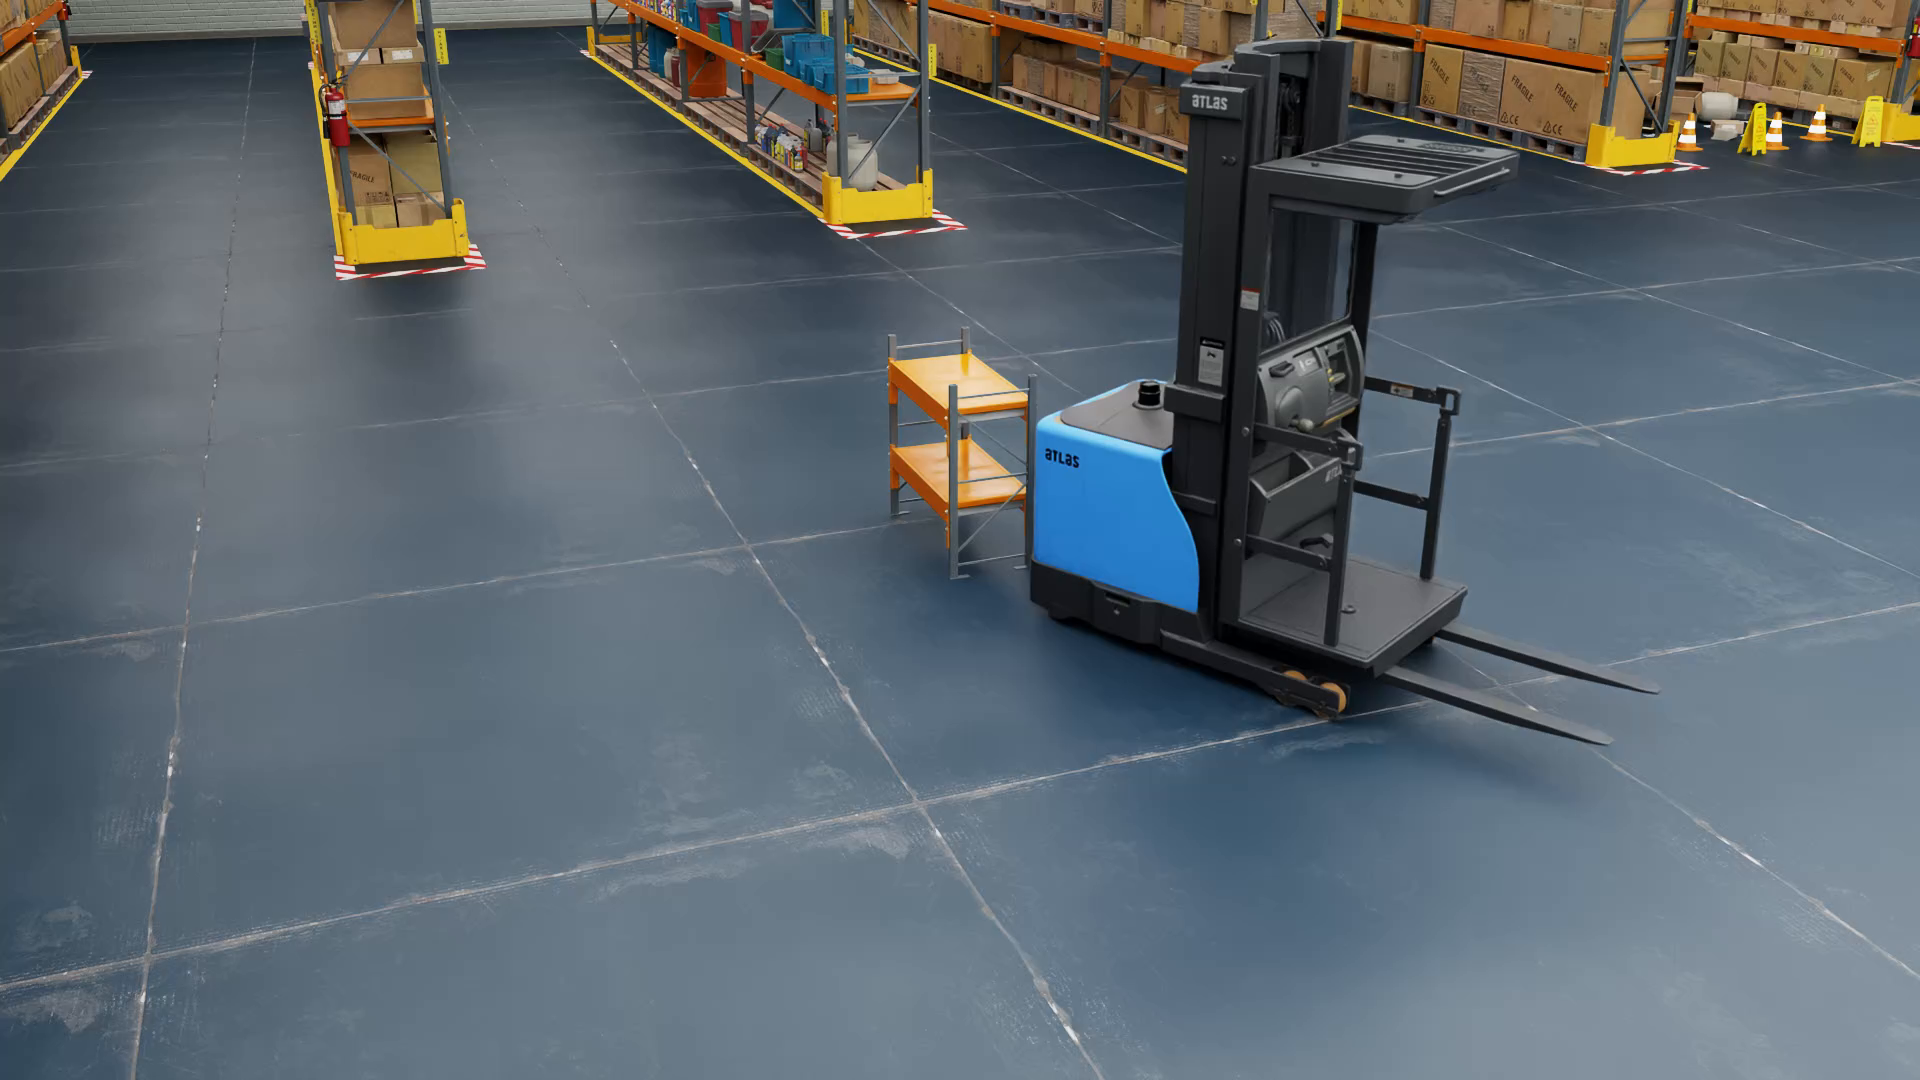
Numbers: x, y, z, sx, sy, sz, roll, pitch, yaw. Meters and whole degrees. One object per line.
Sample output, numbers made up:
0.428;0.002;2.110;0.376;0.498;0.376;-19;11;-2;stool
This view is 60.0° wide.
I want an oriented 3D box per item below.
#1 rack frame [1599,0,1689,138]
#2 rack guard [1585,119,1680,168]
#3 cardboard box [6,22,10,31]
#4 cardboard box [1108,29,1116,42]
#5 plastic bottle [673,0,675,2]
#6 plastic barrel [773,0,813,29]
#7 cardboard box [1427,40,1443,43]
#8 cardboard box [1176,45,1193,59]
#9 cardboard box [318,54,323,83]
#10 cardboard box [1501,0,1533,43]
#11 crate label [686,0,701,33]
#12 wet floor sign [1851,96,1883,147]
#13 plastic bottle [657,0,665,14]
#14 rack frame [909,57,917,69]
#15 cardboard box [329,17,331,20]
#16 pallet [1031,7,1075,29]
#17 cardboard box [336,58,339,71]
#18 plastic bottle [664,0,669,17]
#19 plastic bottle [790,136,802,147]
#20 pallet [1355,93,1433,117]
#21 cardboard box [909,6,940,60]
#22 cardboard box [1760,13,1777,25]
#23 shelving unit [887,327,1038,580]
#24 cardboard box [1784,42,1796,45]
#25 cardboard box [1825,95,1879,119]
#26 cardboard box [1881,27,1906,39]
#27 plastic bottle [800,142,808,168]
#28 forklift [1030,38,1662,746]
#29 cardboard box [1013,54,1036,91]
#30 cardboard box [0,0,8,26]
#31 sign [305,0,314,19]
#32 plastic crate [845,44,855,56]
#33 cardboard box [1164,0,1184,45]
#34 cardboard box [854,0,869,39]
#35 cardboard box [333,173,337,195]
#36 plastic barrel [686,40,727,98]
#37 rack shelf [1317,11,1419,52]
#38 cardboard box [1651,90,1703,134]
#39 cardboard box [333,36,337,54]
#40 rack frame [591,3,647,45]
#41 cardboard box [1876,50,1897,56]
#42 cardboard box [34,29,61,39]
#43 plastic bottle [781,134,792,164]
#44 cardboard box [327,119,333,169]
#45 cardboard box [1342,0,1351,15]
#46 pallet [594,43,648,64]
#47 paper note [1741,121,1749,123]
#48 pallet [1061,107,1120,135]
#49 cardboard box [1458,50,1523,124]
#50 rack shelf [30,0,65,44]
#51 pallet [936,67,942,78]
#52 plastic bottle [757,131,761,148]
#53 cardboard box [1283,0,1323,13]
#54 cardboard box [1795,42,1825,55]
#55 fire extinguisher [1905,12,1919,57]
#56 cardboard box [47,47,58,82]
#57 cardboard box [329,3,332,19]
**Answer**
8.494;-6.183;20.557;1.000;3.000;0.127;-8;24;-19;rack frame
8.502;-5.022;21.022;1.175;0.500;0.348;-8;24;-19;rack guard
-13.531;-7.202;23.273;0.380;0.149;0.250;-9;24;-20;cardboard box
2.199;-6.757;22.243;0.380;0.149;0.250;-8;24;-19;cardboard box
-4.723;-9.005;27.509;0.097;0.201;0.097;0;23;0;plastic bottle
-2.082;-6.726;21.200;0.600;0.901;0.708;-8;24;-19;plastic barrel
9.470;-9.932;31.647;0.875;0.875;0.875;-8;24;-17;cardboard box
2.896;-6.029;20.516;0.380;0.149;0.250;-8;24;-19;cardboard box
-9.747;-7.383;26.057;0.500;0.500;0.500;-9;25;-21;cardboard box
7.799;-6.985;22.267;0.875;0.550;0.500;-8;24;-19;cardboard box
-3.544;-7.384;23.362;0.502;0.435;0.616;-8;24;-19;crate label
12.155;-5.598;22.201;0.267;0.644;0.232;0;23;-1;wet floor sign
-4.605;-8.311;25.669;0.144;0.351;0.185;-8;24;-19;plastic bottle
-0.421;-9.899;29.374;1.000;3.000;0.127;-8;24;-19;rack frame
-6.862;-5.764;18.600;0.380;0.149;0.250;-8;24;-18;cardboard box
1.729;-7.644;24.270;1.003;0.211;1.213;-8;24;-19;pallet
-6.702;-5.520;18.856;0.700;0.500;0.500;-9;24;-20;cardboard box
-4.427;-8.065;25.189;0.097;0.271;0.097;0;23;0;plastic bottle
-1.985;-4.717;20.019;0.152;0.276;0.135;-8;24;-19;plastic bottle
6.738;-6.621;25.188;1.003;0.211;1.213;-8;24;-19;pallet
-0.177;-8.884;29.160;1.225;0.875;0.875;-8;24;-19;cardboard box
11.930;-7.612;24.271;0.380;0.149;0.250;-8;24;-19;cardboard box
-0.002;-0.521;9.537;0.538;1.125;1.048;-8;24;-19;shelving unit
12.317;-7.261;25.150;0.500;0.500;0.500;-8;24;-18;cardboard box
12.543;-6.091;23.338;0.500;0.250;0.500;-8;24;-19;cardboard box
12.757;-6.889;22.557;0.380;0.149;0.250;-8;24;-17;cardboard box
-1.839;-4.528;19.561;0.061;0.283;0.133;-8;24;-19;plastic bottle
1.825;-0.747;7.749;3.031;2.935;1.130;18;29;36;forklift
1.247;-7.256;25.755;0.700;0.500;0.500;-10;25;-22;cardboard box
-13.193;-7.183;22.392;0.500;0.500;0.500;-8;24;-19;cardboard box
-7.368;-6.054;18.862;0.100;0.325;0.005;-8;24;-19;sign
-1.584;-5.879;20.029;0.499;0.251;0.616;-8;24;-19;plastic crate
3.058;-6.462;20.707;0.875;0.500;0.500;-8;24;-19;cardboard box
-1.534;-10.345;32.628;0.875;0.875;0.875;-8;24;-19;cardboard box
-6.640;-3.986;18.345;0.500;0.250;0.500;-8;24;-19;cardboard box
-3.831;-7.135;25.070;0.600;0.830;0.708;-8;24;-19;plastic barrel
6.374;-8.031;25.869;1.077;0.370;4.000;-8;24;-19;rack shelf
10.100;-6.039;23.430;0.637;0.503;0.797;12;26;27;cardboard box
-6.129;-5.014;16.819;0.380;0.149;0.250;-8;24;-17;cardboard box
-6.468;-10.673;31.210;1.000;3.000;0.127;-8;24;-19;rack frame
16.123;-8.322;28.149;0.875;0.625;0.625;-7;24;-17;cardboard box
-15.180;-8.392;27.641;0.380;0.149;0.250;-9;24;-20;cardboard box
-2.049;-4.654;19.774;0.144;0.351;0.185;-7;24;-17;plastic bottle
-6.640;-4.332;18.199;0.500;0.500;0.500;-8;24;-19;cardboard box
6.108;-8.386;25.657;0.500;0.500;0.500;-9;24;-20;cardboard box
-6.213;-9.083;31.028;1.003;0.211;1.213;-8;24;-19;pallet
11.352;-6.069;24.110;0.142;0.019;0.148;-18;29;-37;paper note
2.128;-5.990;23.690;1.003;0.211;1.213;-8;24;-19;pallet
7.559;-6.285;22.996;0.875;0.875;0.875;-8;24;-19;cardboard box
-15.030;-8.255;26.401;1.077;0.370;4.000;-8;24;-19;rack shelf
-0.078;-8.344;29.275;1.003;0.211;1.213;-8;24;-19;pallet
-2.491;-5.013;20.818;0.097;0.201;0.097;0;23;0;plastic bottle
3.878;-6.420;19.321;0.500;0.500;0.500;-8;24;-19;cardboard box
12.192;-7.037;23.782;0.380;0.149;0.250;-7;24;-17;cardboard box
12.698;-6.758;22.022;0.296;0.674;0.183;-8;24;-19;fire extinguisher
-14.845;-7.557;26.496;0.700;0.500;0.500;-8;24;-18;cardboard box
-6.702;-6.118;18.604;0.700;0.500;0.500;-8;24;-19;cardboard box
